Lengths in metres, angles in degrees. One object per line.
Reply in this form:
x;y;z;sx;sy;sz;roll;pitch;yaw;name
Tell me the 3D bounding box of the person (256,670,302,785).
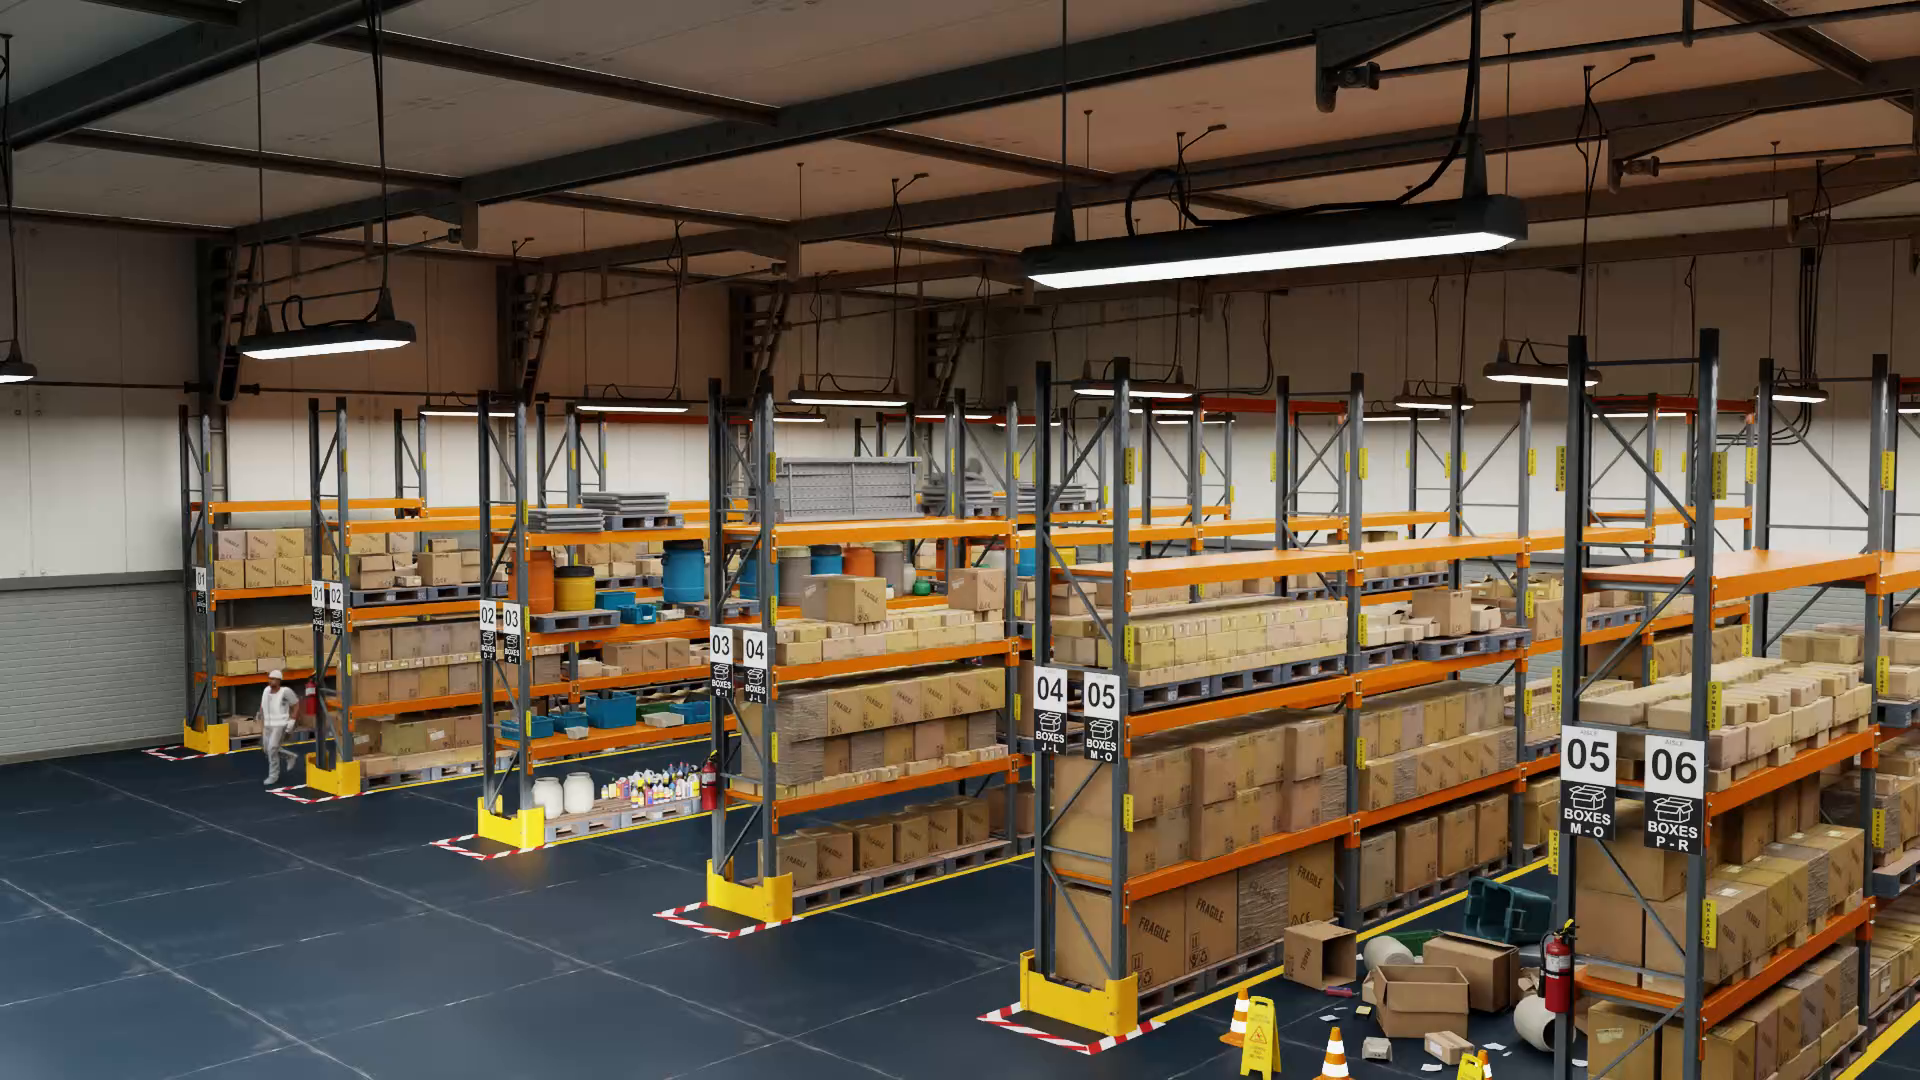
-10.729;2.924;26.188;0.720;1.768;0.722;1;3;25;person
